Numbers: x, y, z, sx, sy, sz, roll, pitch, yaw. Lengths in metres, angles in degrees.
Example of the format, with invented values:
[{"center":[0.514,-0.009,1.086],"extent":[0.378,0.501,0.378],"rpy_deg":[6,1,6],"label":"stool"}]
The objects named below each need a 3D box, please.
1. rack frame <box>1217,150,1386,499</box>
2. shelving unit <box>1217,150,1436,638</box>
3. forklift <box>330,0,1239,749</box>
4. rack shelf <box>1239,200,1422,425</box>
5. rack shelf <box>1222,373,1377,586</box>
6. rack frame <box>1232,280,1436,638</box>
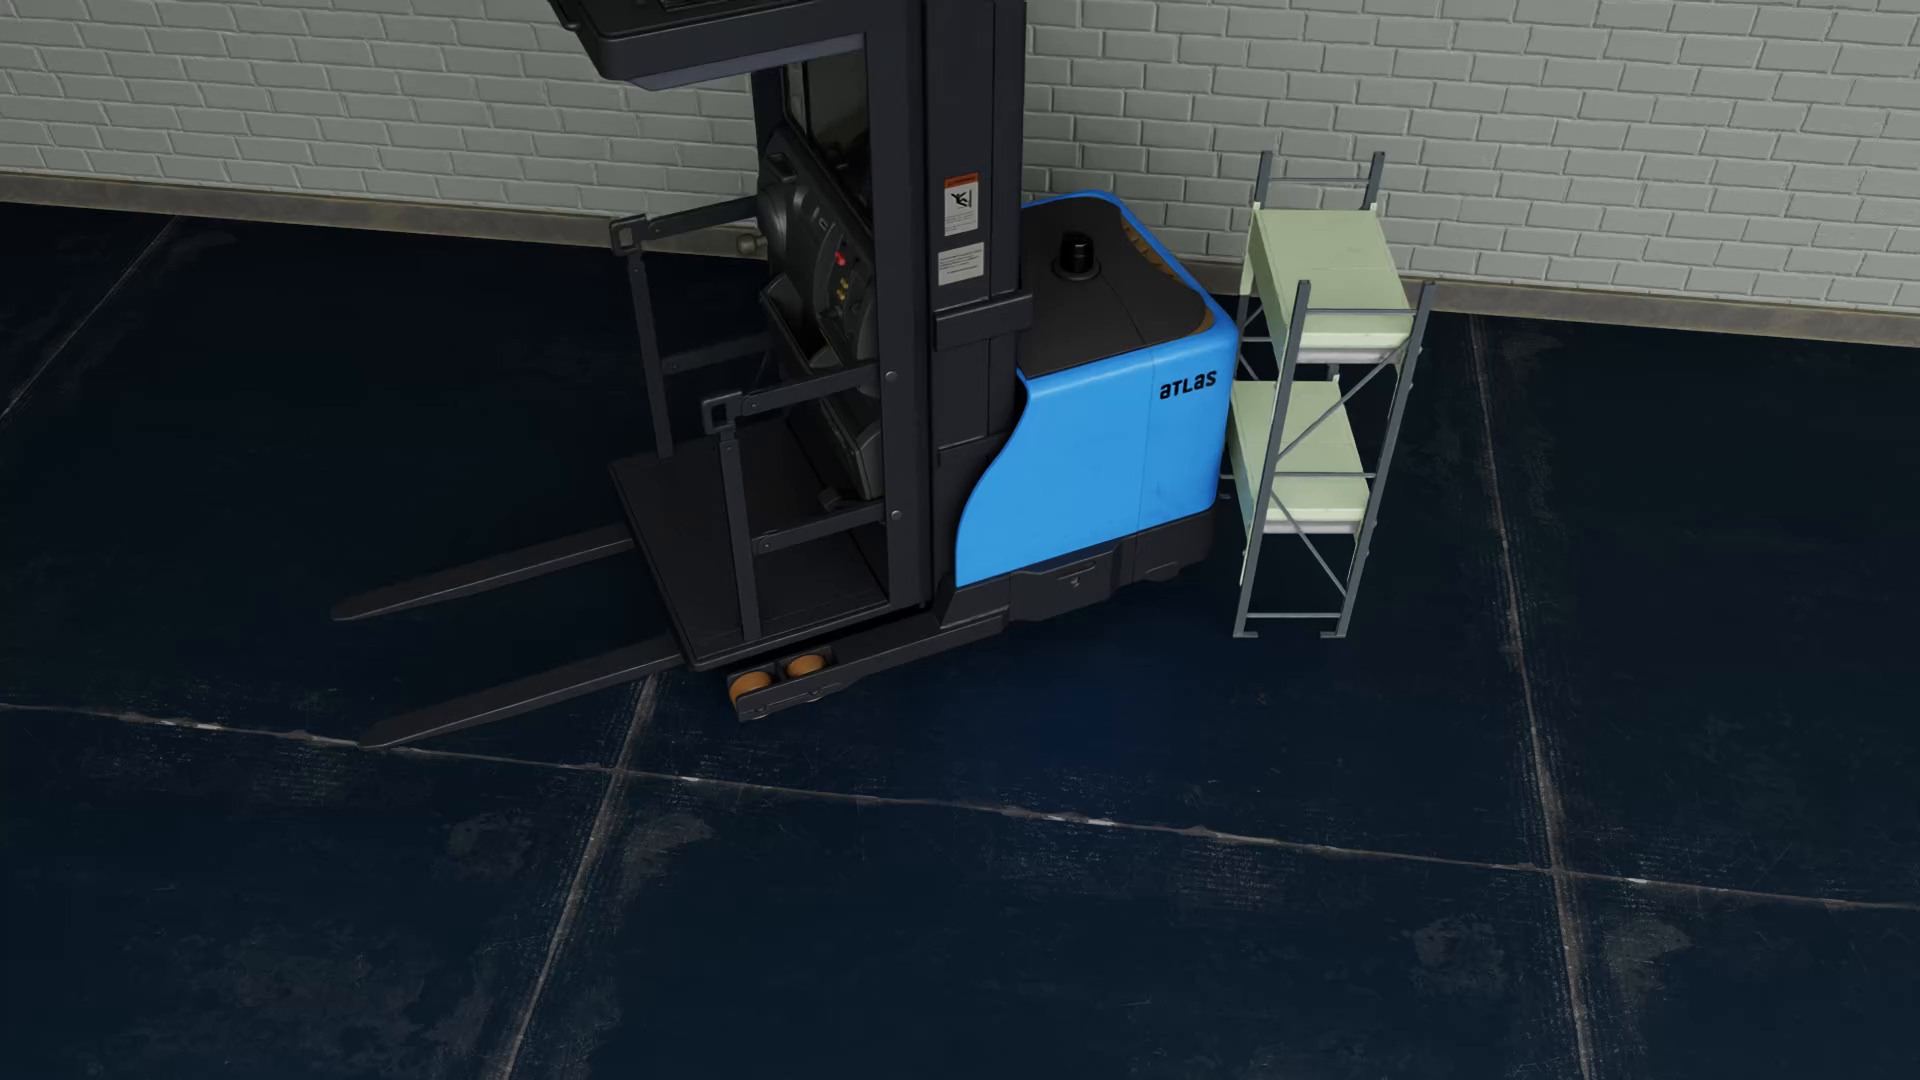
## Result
[{"center":[1.166,-0.711,5.904],"extent":[0.400,1.500,0.023],"rpy_deg":[0,43,-1],"label":"rack frame"},{"center":[1.171,-0.459,5.638],"extent":[0.431,1.500,0.755],"rpy_deg":[0,43,-1],"label":"shelving unit"},{"center":[-0.632,-0.874,5.042],"extent":[3.031,2.935,1.130],"rpy_deg":[-17,46,-17],"label":"forklift"},{"center":[1.178,-0.742,5.370],"extent":[0.431,0.370,0.720],"rpy_deg":[0,43,-1],"label":"rack shelf"},{"center":[1.165,-0.222,5.862],"extent":[0.431,0.370,0.720],"rpy_deg":[0,43,-1],"label":"rack shelf"},{"center":[1.177,-0.207,5.372],"extent":[0.400,1.500,0.023],"rpy_deg":[0,43,-1],"label":"rack frame"}]
